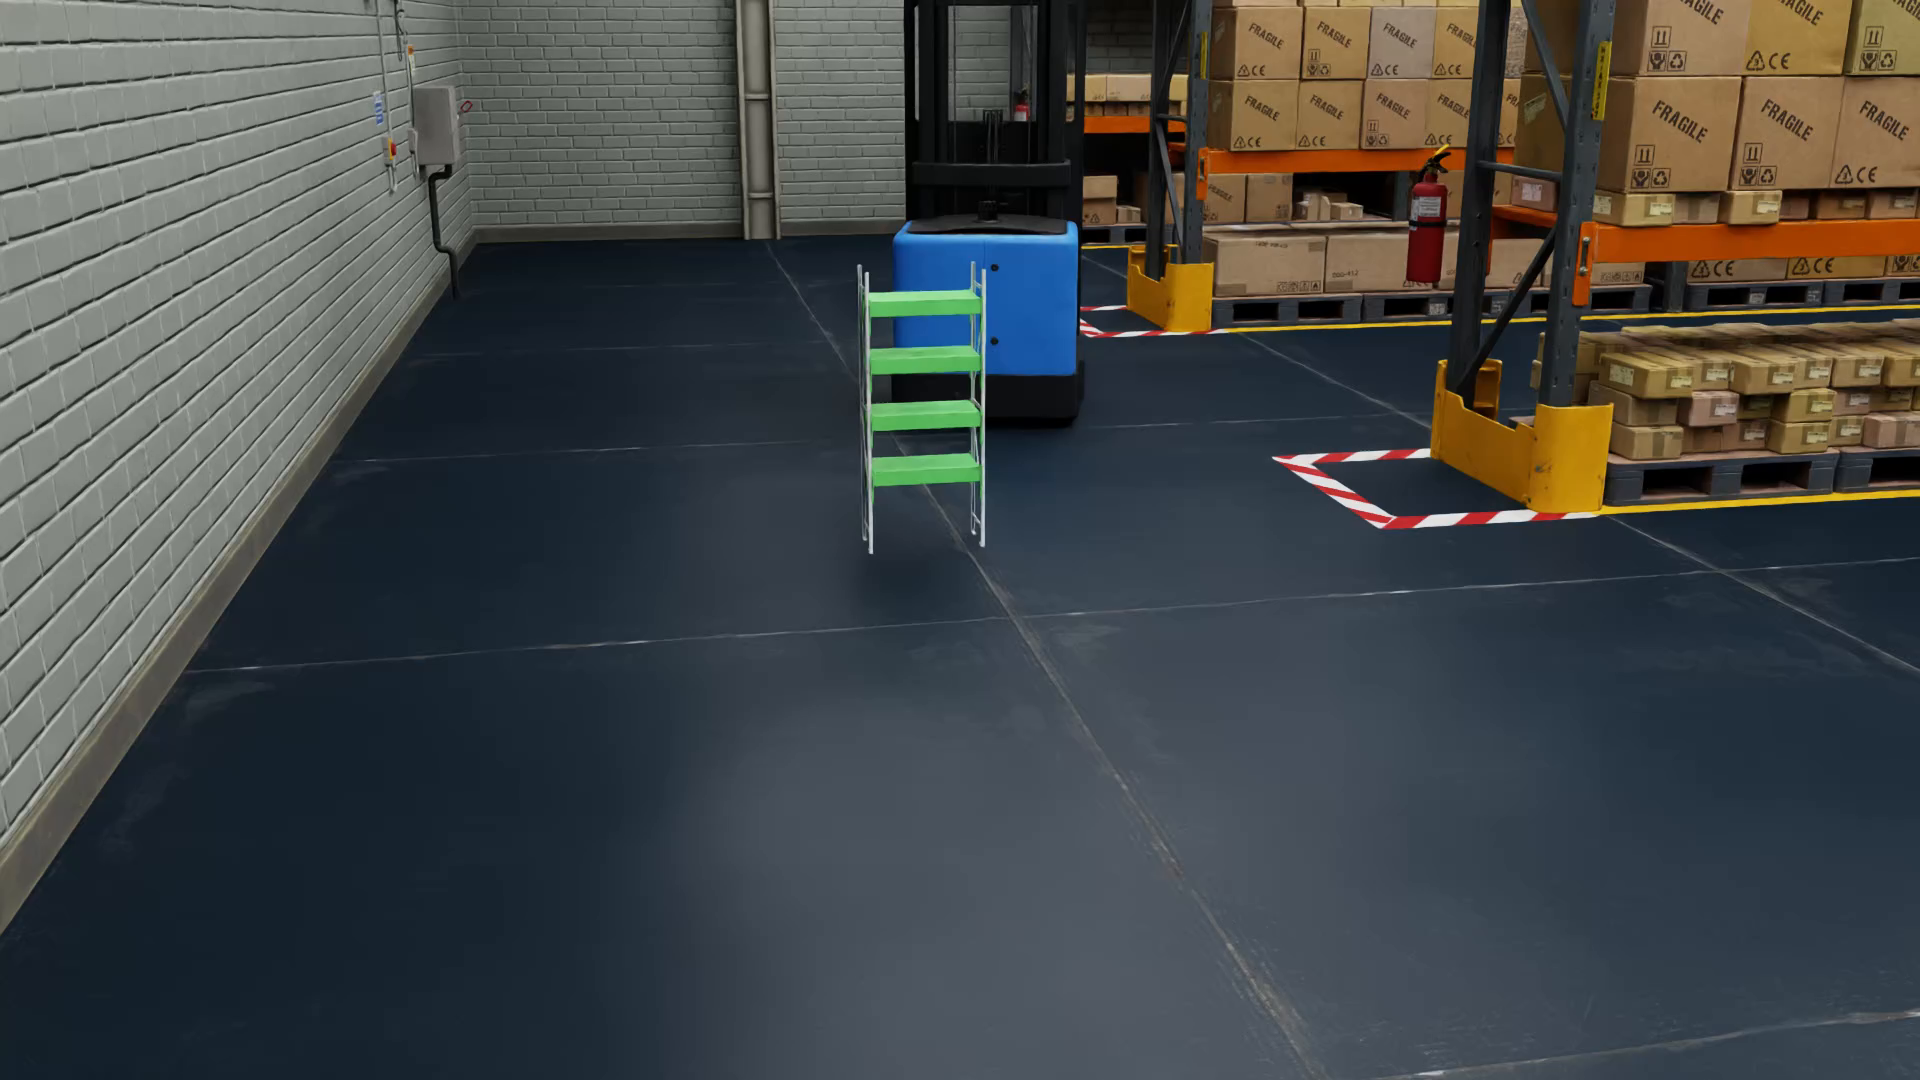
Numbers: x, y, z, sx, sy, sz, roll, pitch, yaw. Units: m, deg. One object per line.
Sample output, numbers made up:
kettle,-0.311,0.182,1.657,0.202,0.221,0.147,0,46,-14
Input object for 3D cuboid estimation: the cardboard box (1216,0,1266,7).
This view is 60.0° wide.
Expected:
cardboard box,2.029,-3.923,11.998,0.250,0.149,0.380,-3,17,-9

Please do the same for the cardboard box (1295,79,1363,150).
cardboard box,3.359,-3.350,10.131,1.047,2.149,4.883,-3,17,-11

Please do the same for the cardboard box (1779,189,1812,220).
cardboard box,3.791,-1.609,7.869,0.250,0.149,0.380,-2,17,-8

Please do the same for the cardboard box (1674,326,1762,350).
cardboard box,3.892,-0.995,8.571,0.250,0.149,0.380,-4,18,-13

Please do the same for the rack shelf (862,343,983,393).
rack shelf,-0.163,-0.733,7.054,0.480,0.148,0.258,-3,17,-10

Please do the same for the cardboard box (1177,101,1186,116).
cardboard box,2.332,-4.454,17.134,0.250,0.149,0.380,-4,17,-12

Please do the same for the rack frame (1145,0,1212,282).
rack frame,1.628,-3.147,12.450,0.127,3.000,1.000,-3,17,-10

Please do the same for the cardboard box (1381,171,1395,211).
cardboard box,5.036,-3.919,18.505,0.500,0.500,0.500,-3,17,-11

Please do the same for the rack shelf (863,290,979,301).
rack shelf,-0.163,-1.013,6.968,0.457,0.021,0.221,-3,17,-10

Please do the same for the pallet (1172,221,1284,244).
pallet,2.735,-3.361,17.894,1.213,0.211,1.003,-3,17,-10

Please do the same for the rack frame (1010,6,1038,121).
rack frame,0.683,-4.578,17.108,0.127,3.000,1.000,-3,17,-10

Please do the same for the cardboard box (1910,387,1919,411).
cardboard box,4.773,-0.764,8.323,0.276,0.149,0.397,-4,17,-12

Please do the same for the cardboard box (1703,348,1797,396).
cardboard box,3.765,-0.807,7.956,0.250,0.149,0.380,-3,17,-11

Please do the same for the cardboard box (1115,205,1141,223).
cardboard box,1.726,-3.435,17.527,0.250,0.149,0.380,-4,18,-13

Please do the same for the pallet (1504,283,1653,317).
pallet,4.794,-2.017,13.520,1.213,0.211,1.003,-3,17,-10

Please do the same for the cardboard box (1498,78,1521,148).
cardboard box,4.153,-3.256,12.633,0.500,0.500,0.500,-4,17,-11

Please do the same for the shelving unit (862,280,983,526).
shelving unit,-0.159,-0.565,7.106,0.487,1.046,0.258,-3,17,-10

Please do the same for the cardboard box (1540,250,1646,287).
cardboard box,4.918,-2.342,13.476,0.875,0.438,0.875,-3,17,-11

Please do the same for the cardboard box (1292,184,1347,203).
cardboard box,3.917,-3.748,18.268,0.500,0.311,0.500,-3,17,-8

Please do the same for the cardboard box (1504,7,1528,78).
cardboard box,4.147,-3.733,12.483,0.500,0.500,0.500,-3,17,-10

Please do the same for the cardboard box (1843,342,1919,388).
cardboard box,4.534,-0.858,8.125,0.250,0.149,0.380,-3,17,-10

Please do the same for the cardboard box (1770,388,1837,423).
cardboard box,4.005,-0.682,8.058,0.250,0.149,0.380,-3,17,-9

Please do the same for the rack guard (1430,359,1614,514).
rack guard,2.741,-0.535,8.203,0.348,0.500,1.175,-3,17,-10

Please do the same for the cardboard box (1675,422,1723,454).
cardboard box,3.483,-0.539,8.098,0.250,0.149,0.380,-3,17,-11

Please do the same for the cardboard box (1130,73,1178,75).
cardboard box,2.078,-4.805,17.596,0.500,0.250,0.500,-3,17,-9

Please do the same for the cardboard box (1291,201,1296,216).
cardboard box,3.491,-3.646,18.213,0.250,0.149,0.380,-3,17,-11

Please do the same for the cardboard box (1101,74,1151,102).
cardboard box,1.674,-4.624,17.007,0.500,0.250,0.500,-3,17,-10

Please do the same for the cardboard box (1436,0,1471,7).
cardboard box,3.560,-3.997,12.239,0.250,0.149,0.380,-4,17,-12

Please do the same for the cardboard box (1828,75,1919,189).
cardboard box,4.163,-1.922,7.784,0.500,0.500,0.500,-3,17,-10

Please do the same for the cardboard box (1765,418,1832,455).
cardboard box,3.997,-0.537,8.093,0.250,0.149,0.380,-3,17,-10

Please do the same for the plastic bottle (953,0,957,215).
plastic bottle,7.263,-2.099,9.036,14.342,2.616,20.093,-3,17,-10

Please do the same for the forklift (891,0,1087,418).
forklift,0.226,-2.465,10.345,1.130,2.935,3.031,1,17,3

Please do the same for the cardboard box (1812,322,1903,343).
cardboard box,4.677,-1.032,8.690,0.250,0.149,0.380,-3,17,-10

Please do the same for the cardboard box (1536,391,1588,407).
cardboard box,3.143,-0.653,8.470,0.250,0.149,0.380,-3,17,-10

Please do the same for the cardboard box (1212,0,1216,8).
cardboard box,1.942,-4.061,12.446,0.250,0.149,0.380,-3,17,-10

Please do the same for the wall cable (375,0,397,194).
wall cable,-3.904,-3.327,11.251,0.123,1.953,0.585,-3,17,-10
